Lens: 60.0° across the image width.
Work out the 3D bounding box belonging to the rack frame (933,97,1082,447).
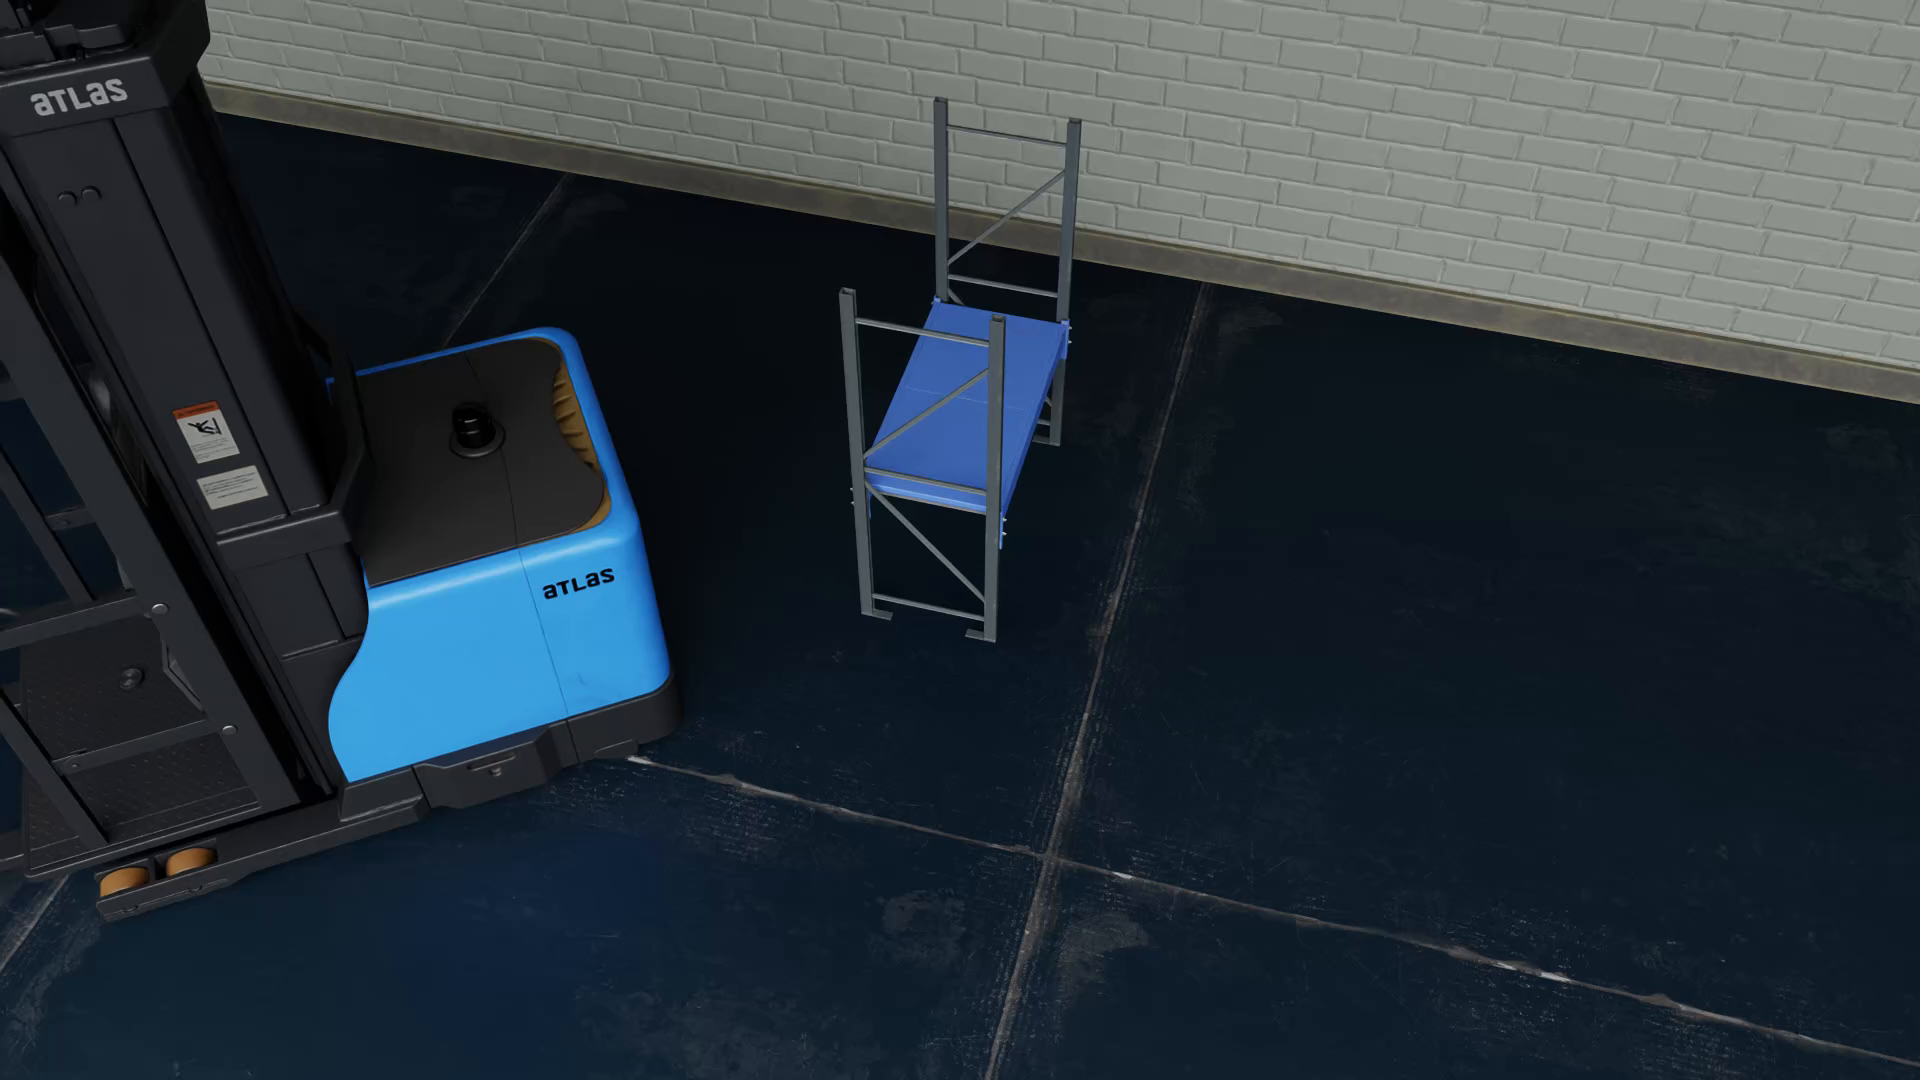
[{"bbox_3d":[0.156,-0.926,6.067,0.500,1.500,0.032,12,50,10],"label":"rack frame"}]

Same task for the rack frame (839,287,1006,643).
[{"bbox_3d":[-0.111,-0.190,5.418,0.500,1.500,0.032,12,50,10],"label":"rack frame"}]

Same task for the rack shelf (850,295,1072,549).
[{"bbox_3d":[0.022,-0.439,5.877,0.538,0.185,1.000,12,50,10],"label":"rack shelf"}]

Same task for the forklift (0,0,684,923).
[{"bbox_3d":[-2.506,-0.244,4.510,3.031,2.935,1.130,-16,51,-14],"label":"forklift"}]

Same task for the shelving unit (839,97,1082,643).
[{"bbox_3d":[0.022,-0.558,5.742,0.538,1.500,1.048,12,50,10],"label":"shelving unit"}]
